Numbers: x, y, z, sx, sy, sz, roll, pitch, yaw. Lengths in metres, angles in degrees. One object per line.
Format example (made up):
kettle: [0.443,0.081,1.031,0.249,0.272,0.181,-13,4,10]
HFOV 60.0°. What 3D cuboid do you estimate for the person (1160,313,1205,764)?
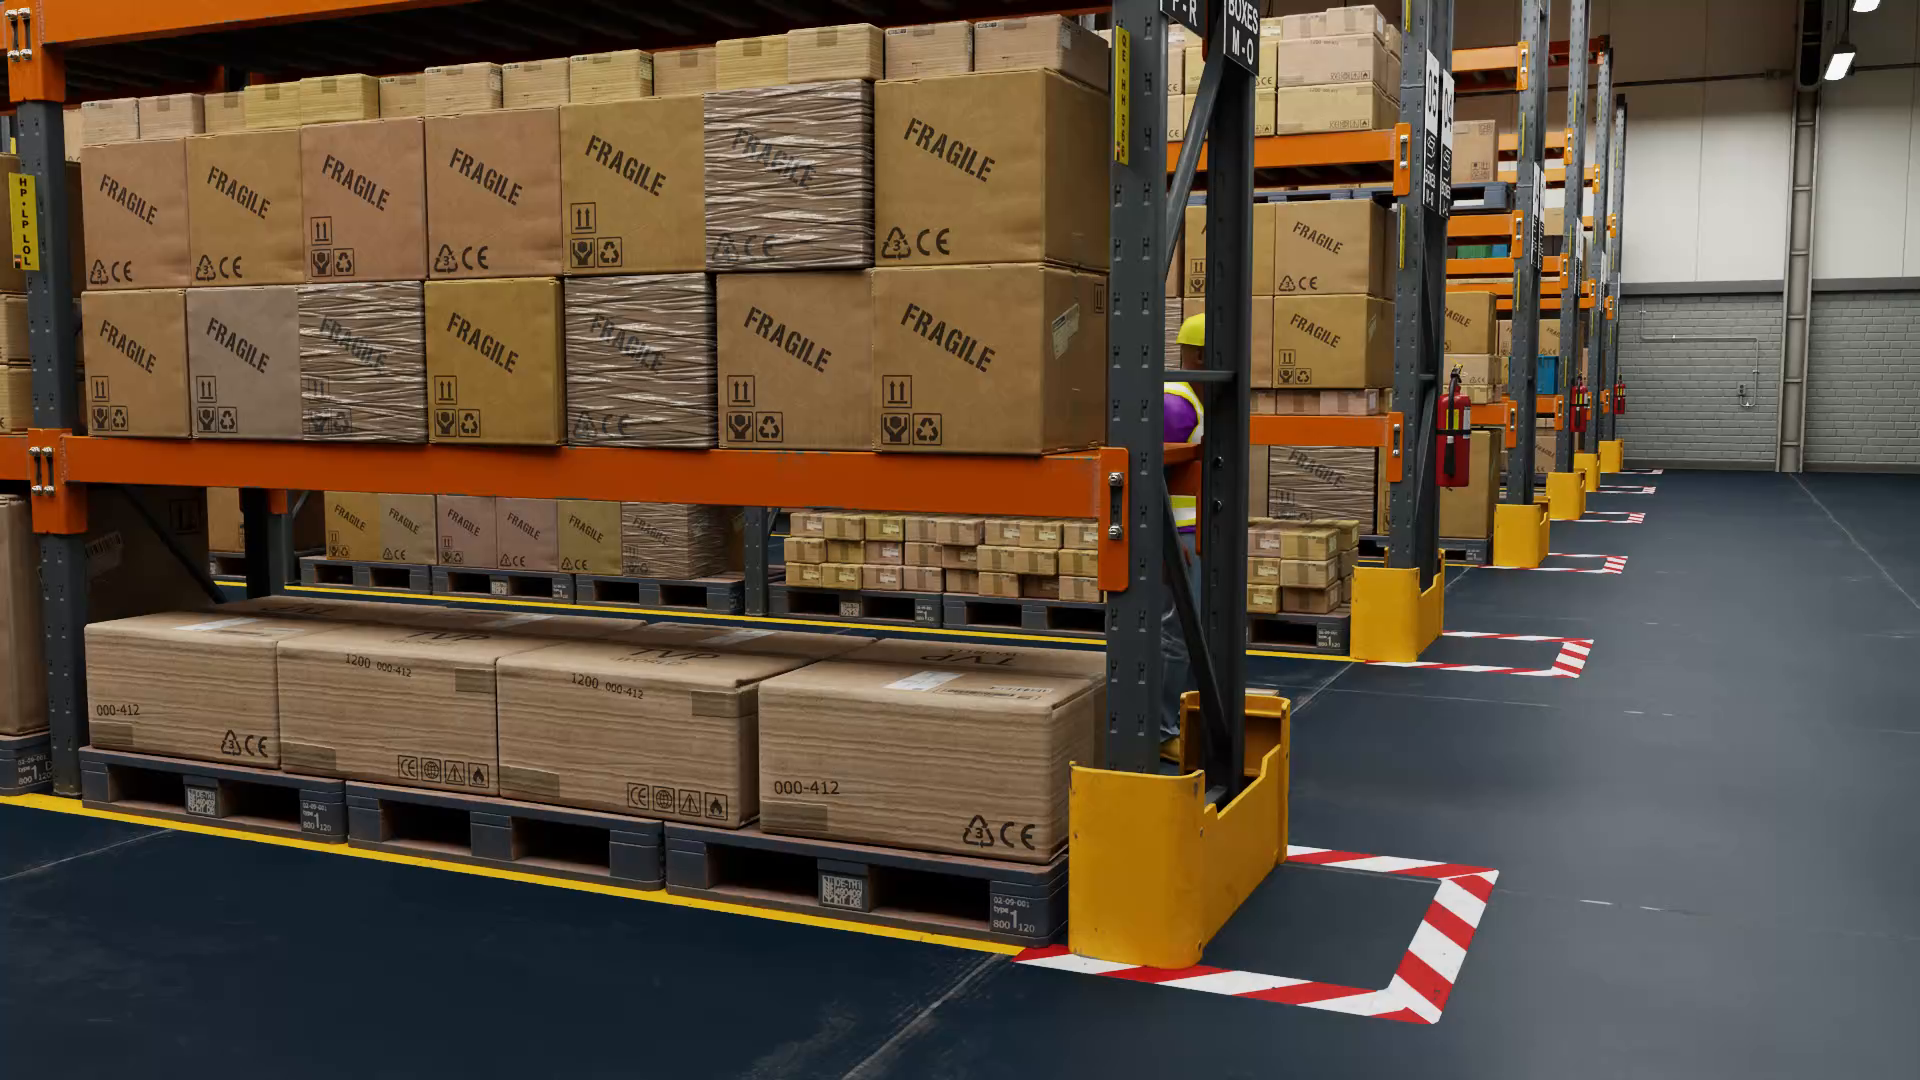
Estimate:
person: [0.910,-0.020,6.655,0.461,1.760,0.626,2,6,24]
